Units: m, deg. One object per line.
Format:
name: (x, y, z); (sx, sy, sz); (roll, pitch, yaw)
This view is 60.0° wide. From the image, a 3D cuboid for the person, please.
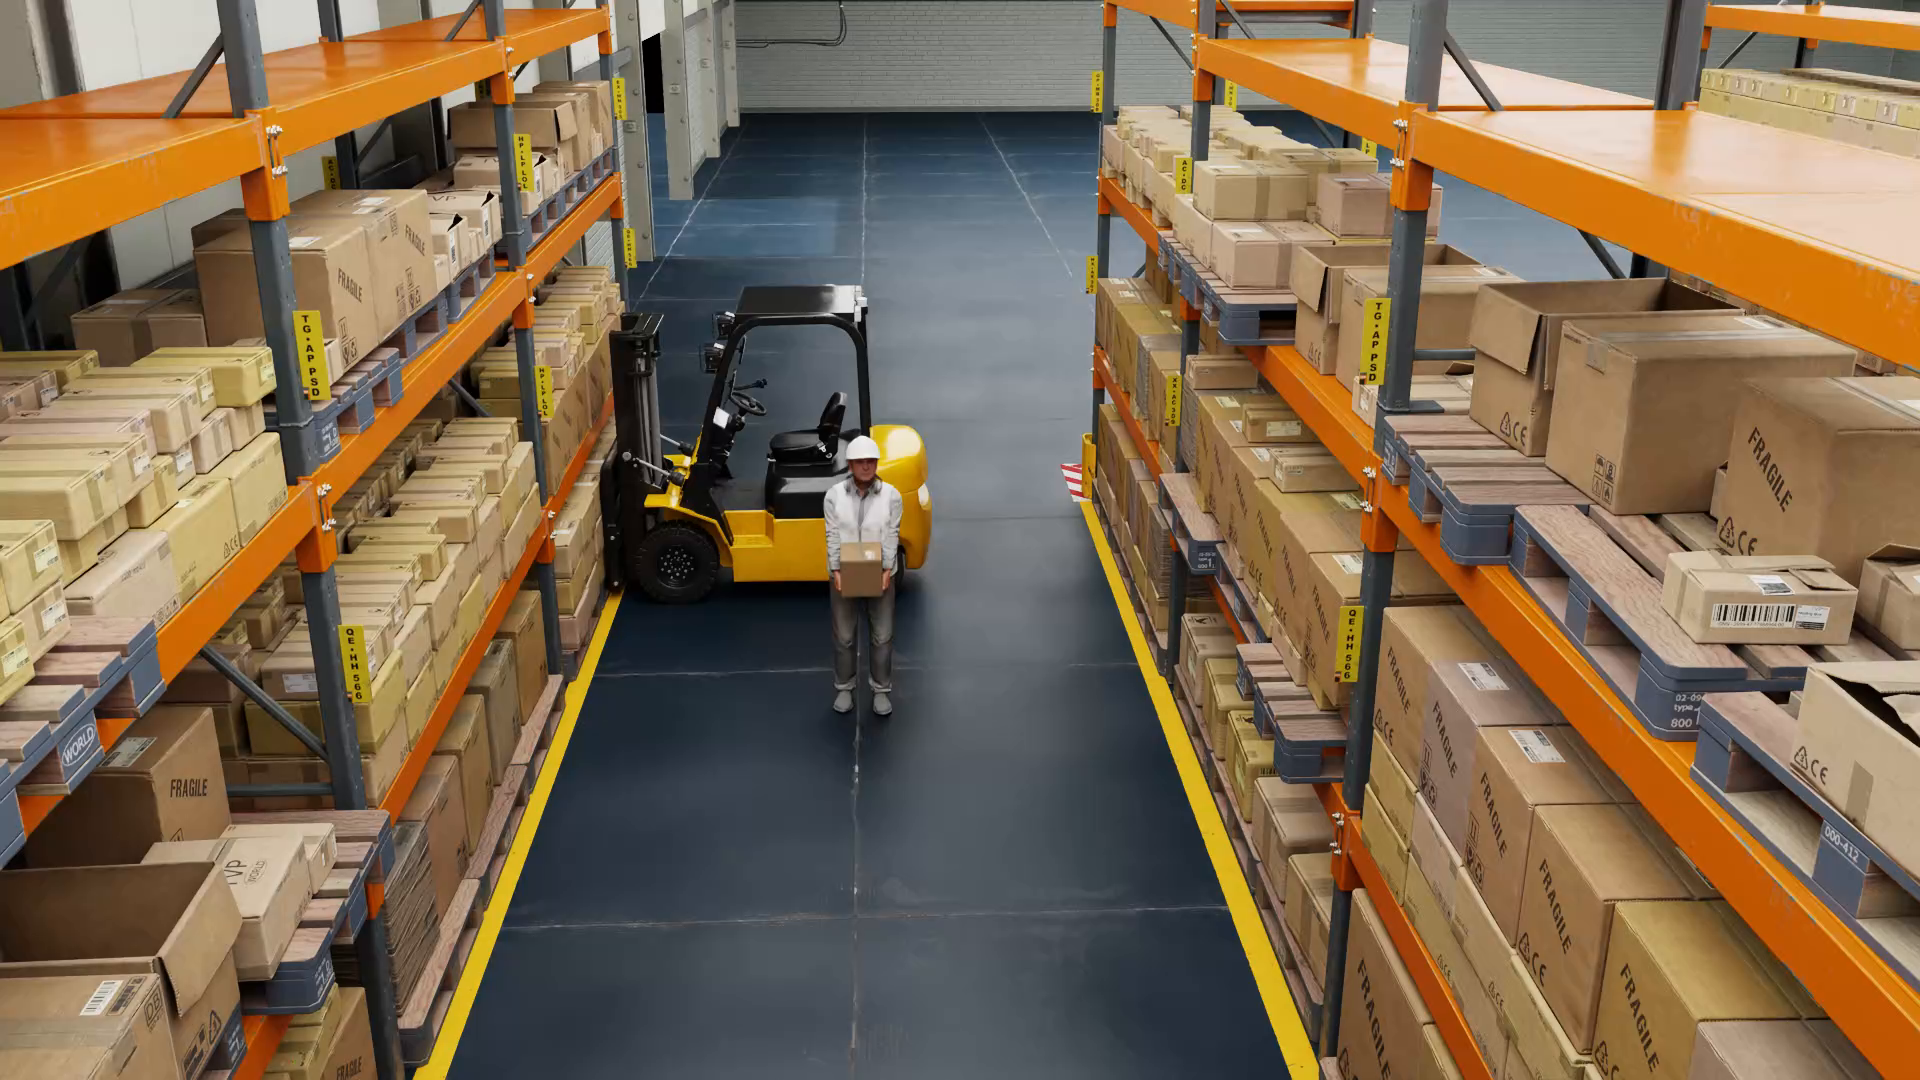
person: (-0.595, 0.247, 10.382); (0.494, 1.763, 0.556); (-1, 20, -3)
